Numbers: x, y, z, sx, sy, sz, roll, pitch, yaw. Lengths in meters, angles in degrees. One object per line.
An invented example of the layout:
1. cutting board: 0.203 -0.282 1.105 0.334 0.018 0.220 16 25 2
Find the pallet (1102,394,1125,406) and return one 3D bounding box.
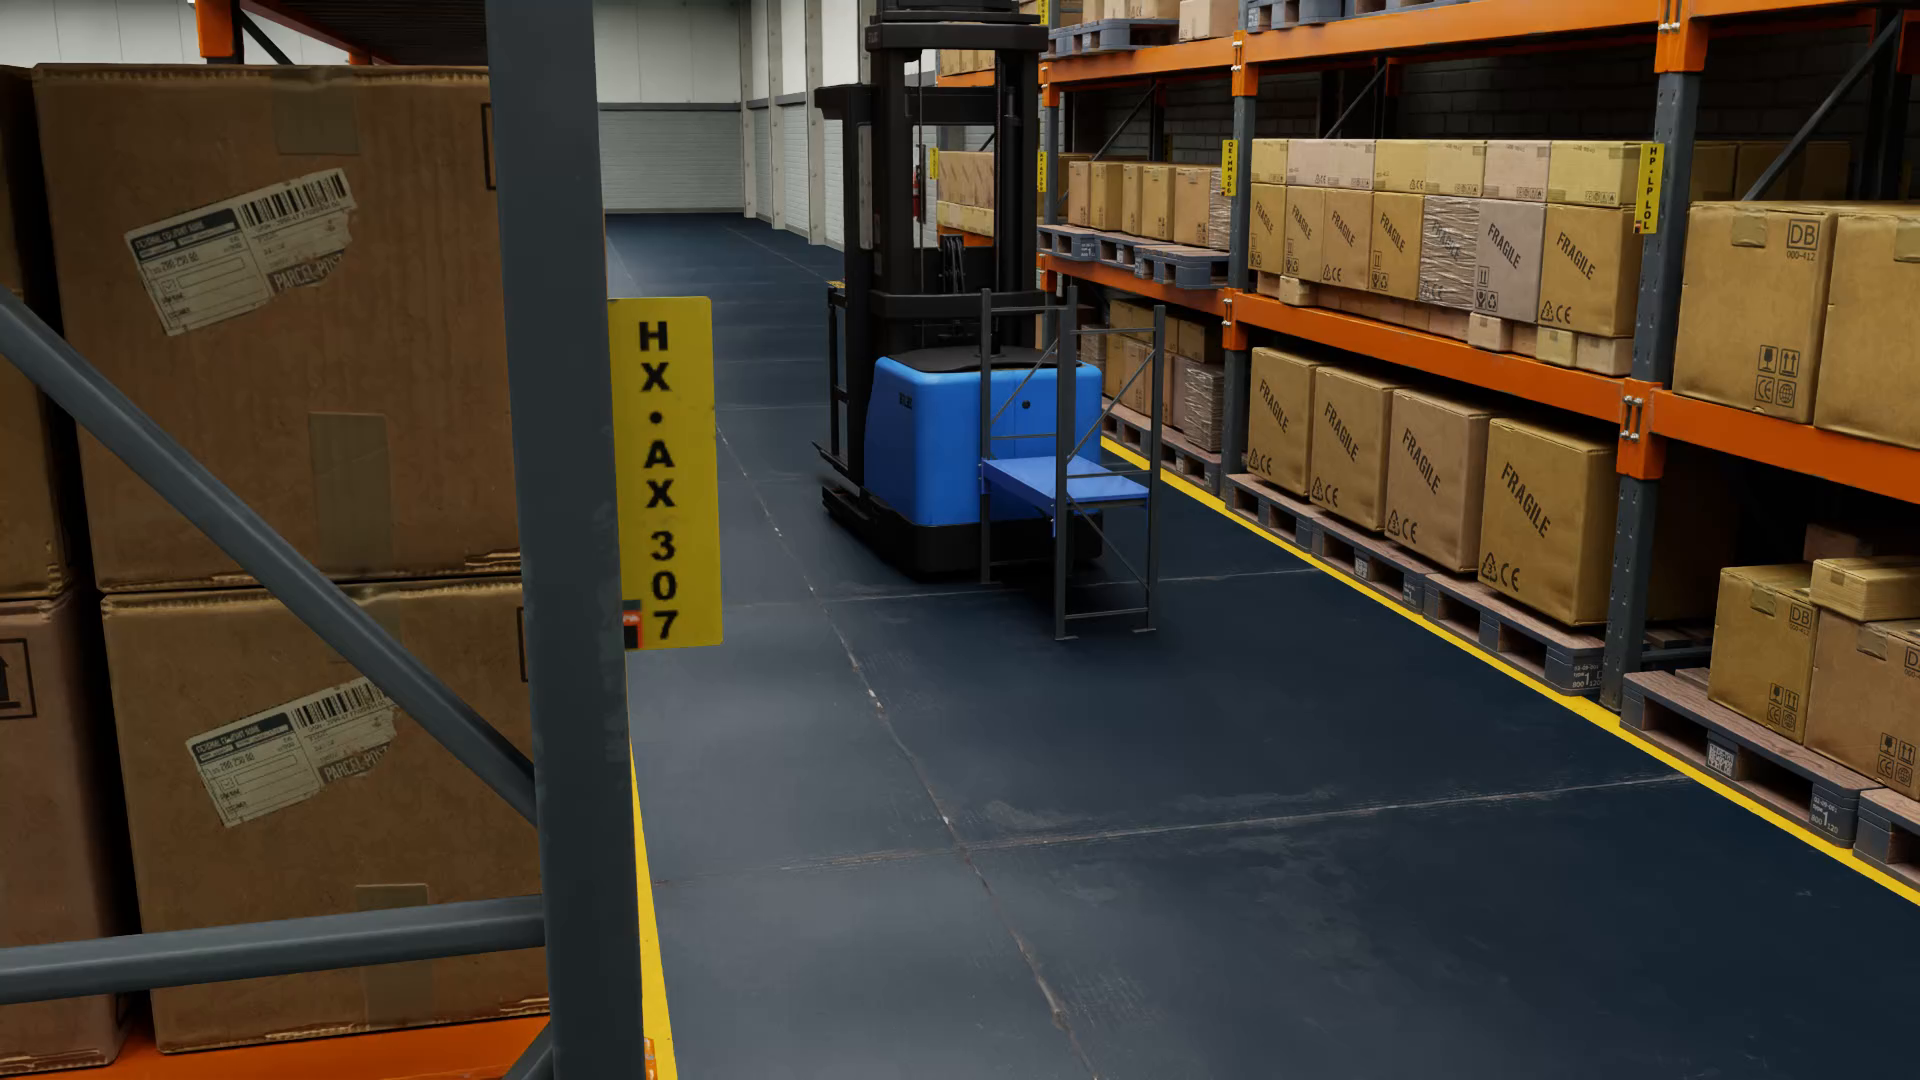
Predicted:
1. pallet: 1.381 -1.118 13.558 1.003 0.211 1.213 -3 14 -13

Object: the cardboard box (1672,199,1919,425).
1. cardboard box: 3.187 -0.826 5.856 0.980 0.700 0.700 -3 14 -12

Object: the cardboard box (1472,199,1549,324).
1. cardboard box: 2.592 -1.219 7.216 0.500 0.500 0.500 -3 14 -13

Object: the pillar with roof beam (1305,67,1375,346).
1. pillar with roof beam: -1.513 -4.752 9.915 9.100 9.000 0.400 -3 14 -13

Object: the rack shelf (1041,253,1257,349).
1. rack shelf: 1.666 -1.841 12.158 1.077 0.370 4.000 -3 14 -13

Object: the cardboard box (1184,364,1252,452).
1. cardboard box: 1.916 -0.892 11.097 0.700 0.500 0.500 -3 14 -12

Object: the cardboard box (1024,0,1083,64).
1. cardboard box: 0.837 -4.271 14.014 0.500 0.500 0.500 -3 14 -12

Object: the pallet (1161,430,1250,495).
1. pallet: 1.954 -0.555 11.254 1.003 0.211 1.213 -3 14 -13

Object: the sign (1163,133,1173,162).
1. sign: 1.735 -3.246 13.954 0.100 0.325 0.005 -3 14 -13

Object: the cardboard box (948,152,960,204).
1. cardboard box: 0.183 -3.634 16.677 0.500 0.500 0.500 -3 14 -13

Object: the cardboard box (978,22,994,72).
1. cardboard box: 0.456 -4.631 15.490 0.500 0.500 0.500 -2 14 -10

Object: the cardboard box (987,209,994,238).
1. cardboard box: 0.548 -2.912 15.299 0.500 0.250 0.500 -3 14 -13

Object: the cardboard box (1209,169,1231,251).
1. cardboard box: 2.016 -2.099 10.562 0.700 0.500 0.500 -5 15 -20

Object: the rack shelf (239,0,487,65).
1. rack shelf: -2.209 -2.098 6.892 1.077 0.370 4.000 -3 14 -13

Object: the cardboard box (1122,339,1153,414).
1. cardboard box: 1.636 -1.246 12.547 0.700 0.500 0.500 -3 14 -13

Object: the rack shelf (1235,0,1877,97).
1. rack shelf: 2.606 -2.375 8.025 1.077 0.370 4.000 -3 14 -13

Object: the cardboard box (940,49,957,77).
1. cardboard box: 0.093 -4.999 16.995 0.500 0.500 0.500 -3 14 -12

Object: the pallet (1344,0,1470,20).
1. pallet: 2.604 -2.691 8.200 1.003 0.211 1.213 -3 14 -11

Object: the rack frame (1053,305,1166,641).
1. rack frame: 0.666 -0.291 7.457 0.500 1.500 0.032 -5 14 -18

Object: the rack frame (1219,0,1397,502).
1. rack frame: 2.136 -1.729 10.184 1.000 3.000 0.127 -3 14 -13

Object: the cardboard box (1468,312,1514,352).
1. cardboard box: 2.502 -0.933 7.413 0.380 0.149 0.250 -3 14 -13

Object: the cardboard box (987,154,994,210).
1. cardboard box: 0.554 -3.276 15.212 0.500 0.500 0.500 -4 14 -15

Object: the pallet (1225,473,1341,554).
1. pallet: 2.248 -0.188 9.754 1.003 0.211 1.213 -3 14 -13

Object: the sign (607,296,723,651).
1. sign: -0.272 -0.057 1.518 0.100 0.325 0.005 -3 14 -13

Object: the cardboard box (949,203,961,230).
1. cardboard box: 0.199 -3.262 16.734 0.500 0.250 0.500 -4 14 -15

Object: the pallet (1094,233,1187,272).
1. pallet: 1.631 -2.090 12.067 1.003 0.211 1.213 -3 14 -13

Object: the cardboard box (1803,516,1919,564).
1. cardboard box: 3.310 0.023 6.030 0.380 0.149 0.250 -3 14 -14

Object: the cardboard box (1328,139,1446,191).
1. cardboard box: 2.240 -1.938 8.580 0.500 0.250 0.500 -3 14 -13

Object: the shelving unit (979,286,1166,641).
1. shelving unit: 0.505 -0.405 7.925 0.538 1.500 1.048 -5 14 -18

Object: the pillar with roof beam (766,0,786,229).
1. pillar with roof beam: -8.559 -11.672 38.243 9.100 9.000 0.400 -3 14 -13

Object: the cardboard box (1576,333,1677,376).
1. cardboard box: 2.721 -0.756 6.689 0.380 0.149 0.250 -3 14 -13

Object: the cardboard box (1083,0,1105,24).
1. cardboard box: 1.247 -4.231 13.009 0.500 0.500 0.500 -1 14 -5

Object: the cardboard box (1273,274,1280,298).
1. cardboard box: 2.039 -1.469 9.608 0.380 0.149 0.250 -3 14 -12

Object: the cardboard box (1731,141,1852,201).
1. cardboard box: 3.220 -1.494 6.763 0.500 0.250 0.500 -3 14 -11

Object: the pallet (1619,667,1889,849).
1. pallet: 3.178 0.728 6.002 1.003 0.211 1.213 -3 14 -13

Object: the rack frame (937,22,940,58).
1. rack frame: 0.257 -6.489 17.026 1.000 3.000 0.127 -3 14 -13

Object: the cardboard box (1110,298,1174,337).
1. cardboard box: 1.492 -1.745 13.011 0.500 0.250 0.500 -4 14 -14

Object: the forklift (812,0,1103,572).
1. forklift: -0.197 -1.564 9.653 1.130 2.935 3.031 -5 14 -18

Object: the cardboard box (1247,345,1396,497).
1. cardboard box: 2.181 -0.712 9.665 0.750 0.750 0.750 -3 14 -14

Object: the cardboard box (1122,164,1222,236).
1. cardboard box: 1.592 -2.515 12.265 0.700 0.500 0.500 -1 14 -5

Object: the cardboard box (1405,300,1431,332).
1. cardboard box: 2.414 -1.114 8.152 0.380 0.149 0.250 -3 14 -11

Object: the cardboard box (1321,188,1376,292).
1. cardboard box: 2.231 -1.570 8.652 0.500 0.500 0.500 -3 14 -13

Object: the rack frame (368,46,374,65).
1. rack frame: -2.678 -1.452 9.051 1.000 3.000 0.127 -3 14 -13

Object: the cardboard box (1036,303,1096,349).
1. cardboard box: 0.914 -1.889 15.177 0.500 0.500 0.500 -4 14 -17

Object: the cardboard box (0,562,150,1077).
1. cardboard box: -1.169 0.257 1.846 0.500 0.500 0.500 -3 14 -11

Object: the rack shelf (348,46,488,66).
1. rack shelf: -3.148 -3.021 10.669 1.077 0.370 4.000 -3 14 -13

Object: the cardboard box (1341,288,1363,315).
1. cardboard box: 2.267 -1.293 8.885 0.380 0.149 0.250 -3 14 -12

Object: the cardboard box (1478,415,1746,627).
1. cardboard box: 2.796 -0.109 7.197 0.750 0.750 0.750 -3 14 -13

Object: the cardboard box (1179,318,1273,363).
1. cardboard box: 1.843 -1.391 11.560 0.500 0.250 0.500 -3 14 -12

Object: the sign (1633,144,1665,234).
1. sign: 2.550 -1.298 6.146 0.100 0.325 0.005 -3 14 -13
